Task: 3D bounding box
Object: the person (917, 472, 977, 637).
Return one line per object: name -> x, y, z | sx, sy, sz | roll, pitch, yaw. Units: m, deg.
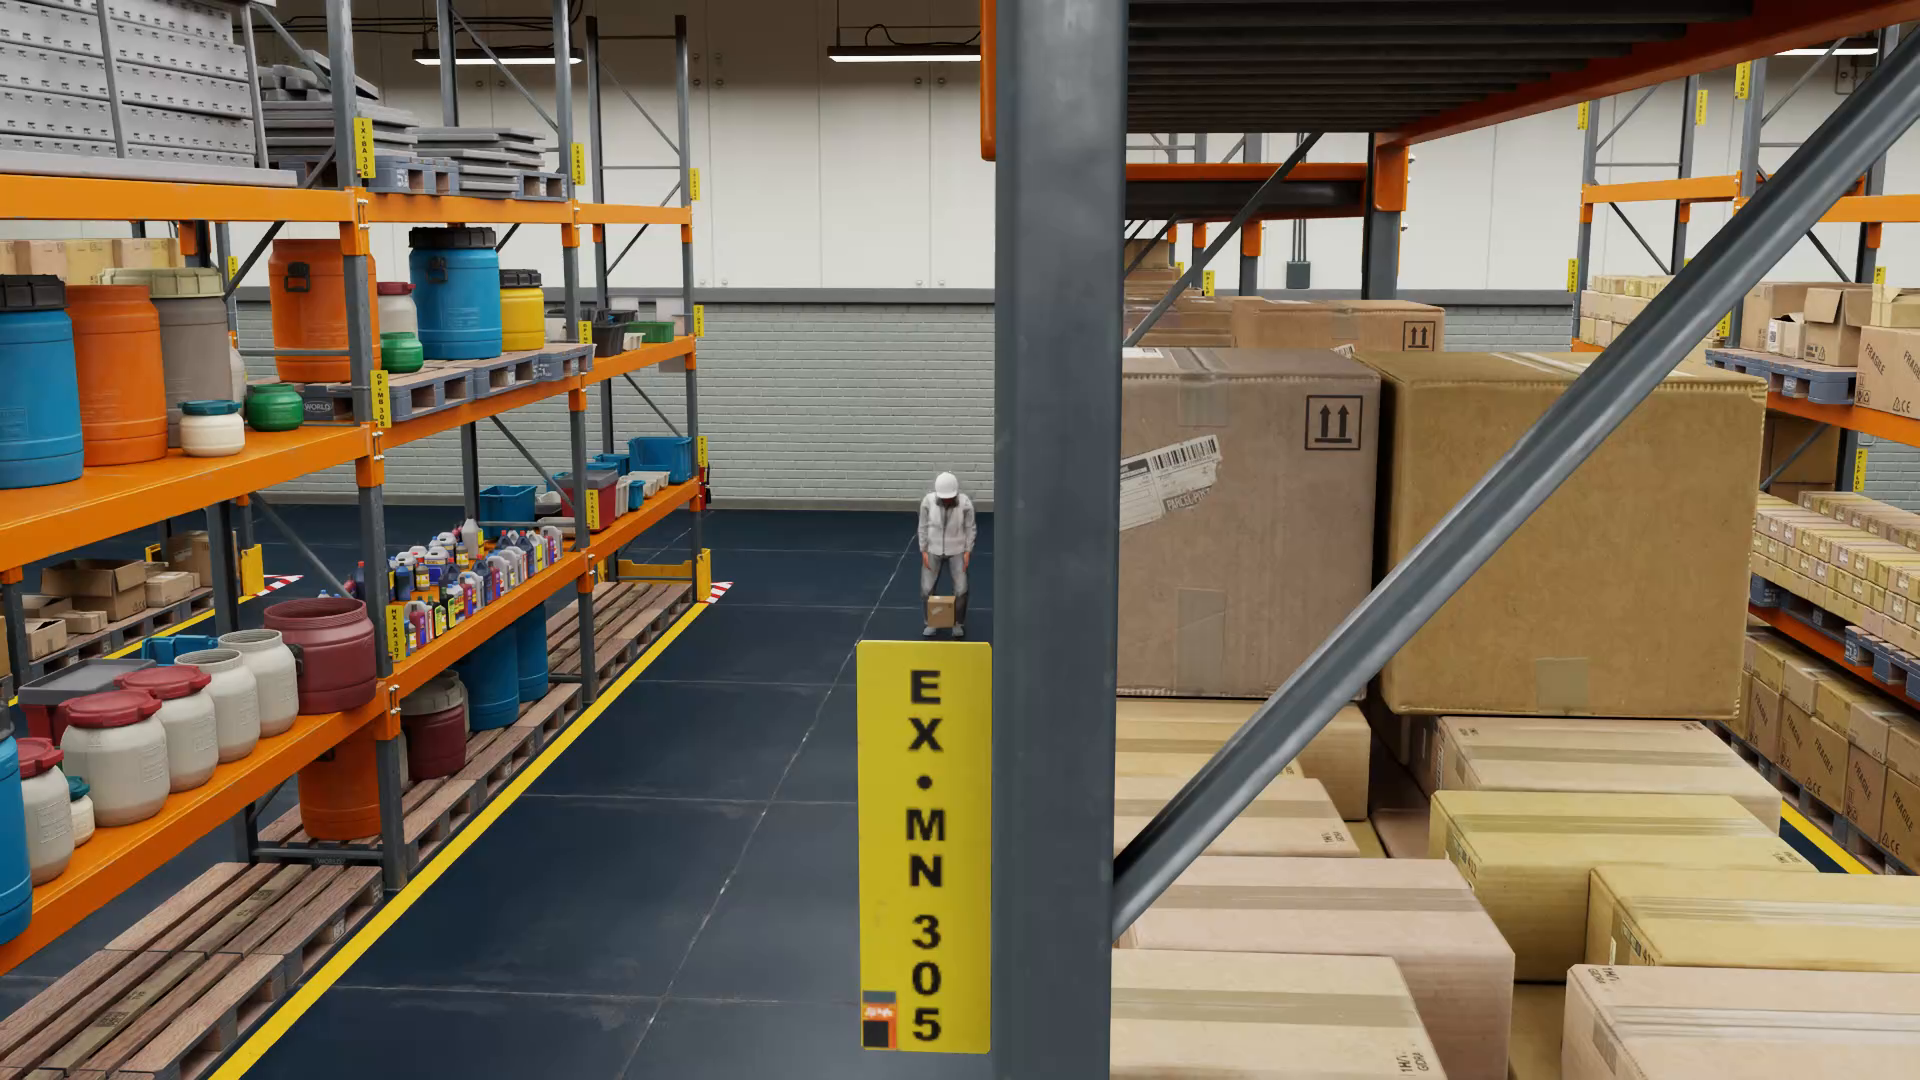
person -> -0.119, 0.125, 16.108 | 0.581, 1.628, 0.604 | 1, 11, 5
